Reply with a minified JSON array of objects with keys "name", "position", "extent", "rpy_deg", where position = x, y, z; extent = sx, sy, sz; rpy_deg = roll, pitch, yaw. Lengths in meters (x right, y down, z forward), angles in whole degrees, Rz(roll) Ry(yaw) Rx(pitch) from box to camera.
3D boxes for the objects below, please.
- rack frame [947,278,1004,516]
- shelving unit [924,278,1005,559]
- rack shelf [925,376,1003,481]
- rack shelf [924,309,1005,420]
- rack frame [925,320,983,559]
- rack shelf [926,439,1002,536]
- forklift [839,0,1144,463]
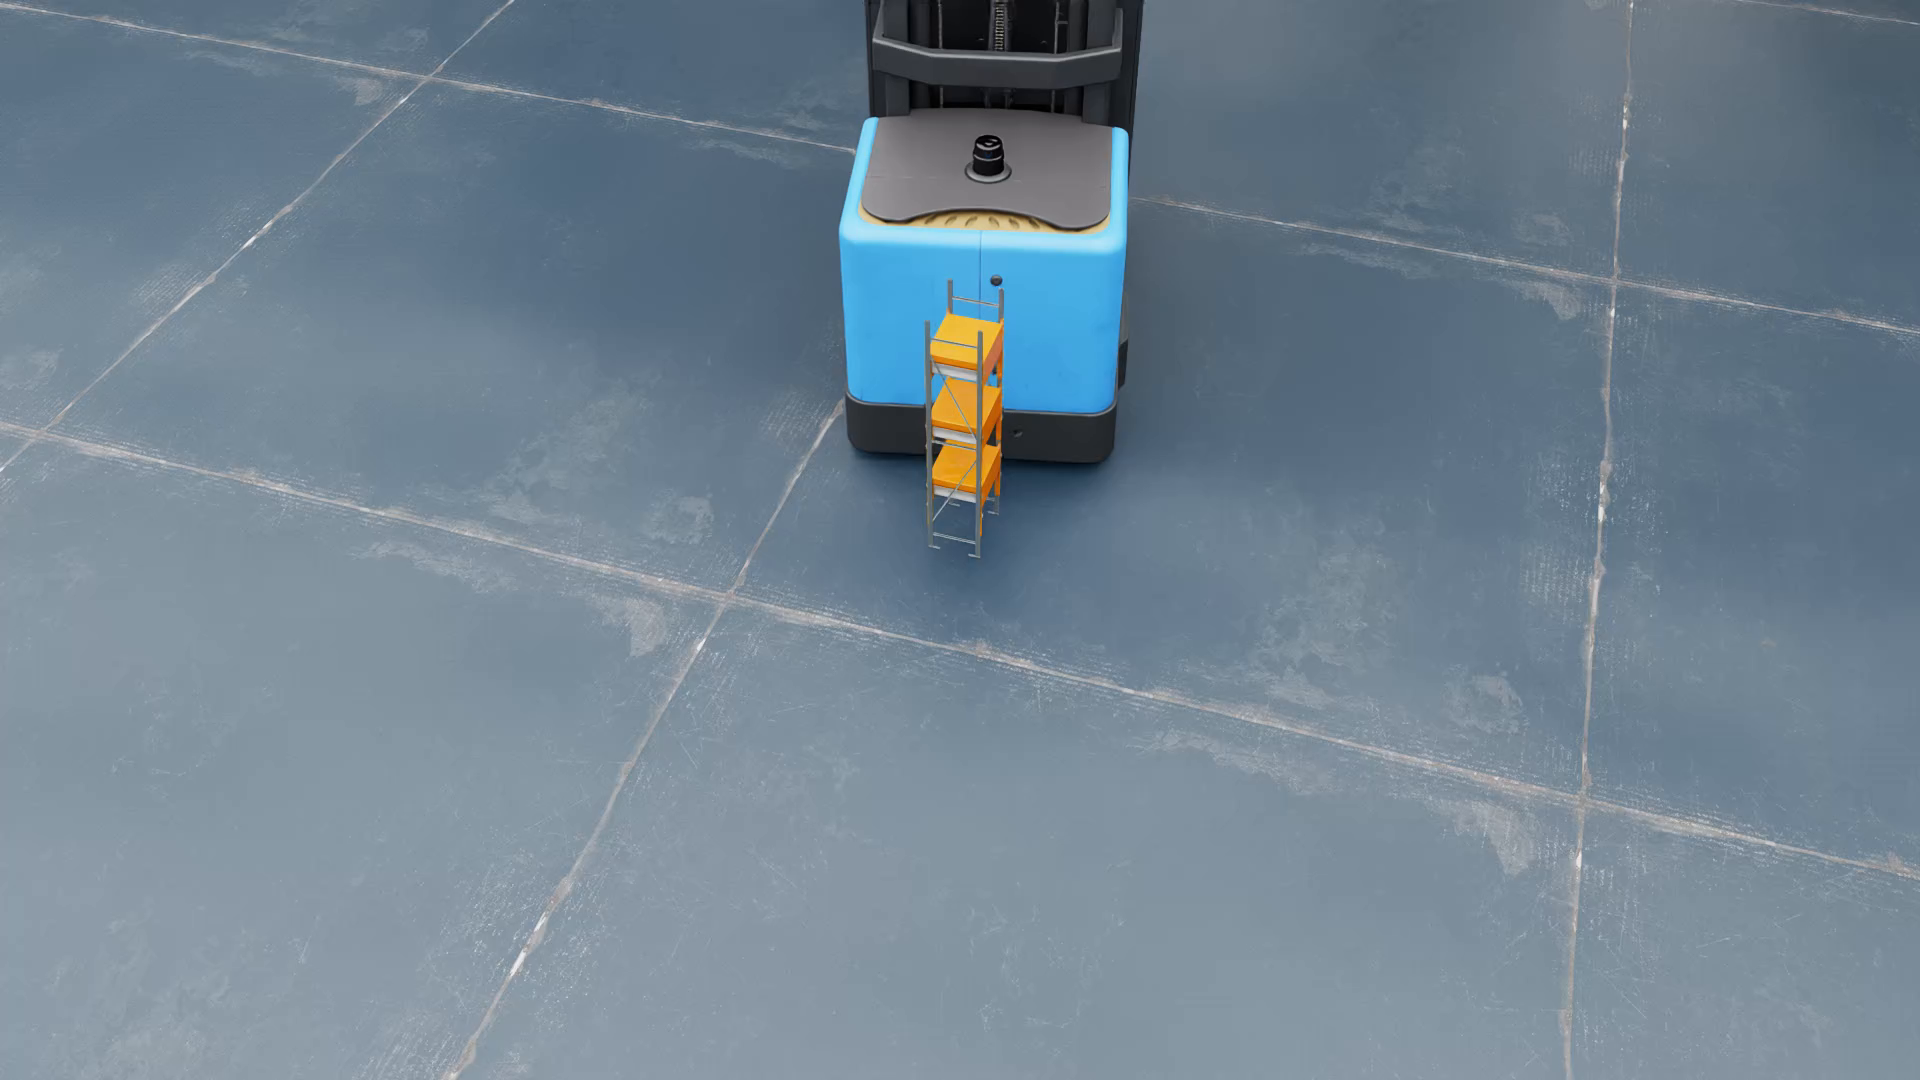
[{"name":"rack frame","position":[0.053,-0.492,6.002],"extent":[0.200,1.050,0.008],"rpy_deg":[13,46,12]},{"name":"shelving unit","position":[0.016,-0.411,5.919],"extent":[0.215,1.050,0.252],"rpy_deg":[13,46,12]},{"name":"rack shelf","position":[0.016,-0.403,5.927],"extent":[0.215,0.259,0.240],"rpy_deg":[13,46,12]},{"name":"rack shelf","position":[0.016,-0.606,5.728],"extent":[0.215,0.259,0.240],"rpy_deg":[13,46,12]},{"name":"rack frame","position":[-0.021,-0.330,5.836],"extent":[0.200,1.050,0.008],"rpy_deg":[13,46,12]},{"name":"rack shelf","position":[0.016,-0.205,6.121],"extent":[0.215,0.259,0.240],"rpy_deg":[13,46,12]},{"name":"forklift","position":[0.192,-2.374,6.580],"extent":[1.130,2.935,3.031],"rpy_deg":[3,44,3]}]
